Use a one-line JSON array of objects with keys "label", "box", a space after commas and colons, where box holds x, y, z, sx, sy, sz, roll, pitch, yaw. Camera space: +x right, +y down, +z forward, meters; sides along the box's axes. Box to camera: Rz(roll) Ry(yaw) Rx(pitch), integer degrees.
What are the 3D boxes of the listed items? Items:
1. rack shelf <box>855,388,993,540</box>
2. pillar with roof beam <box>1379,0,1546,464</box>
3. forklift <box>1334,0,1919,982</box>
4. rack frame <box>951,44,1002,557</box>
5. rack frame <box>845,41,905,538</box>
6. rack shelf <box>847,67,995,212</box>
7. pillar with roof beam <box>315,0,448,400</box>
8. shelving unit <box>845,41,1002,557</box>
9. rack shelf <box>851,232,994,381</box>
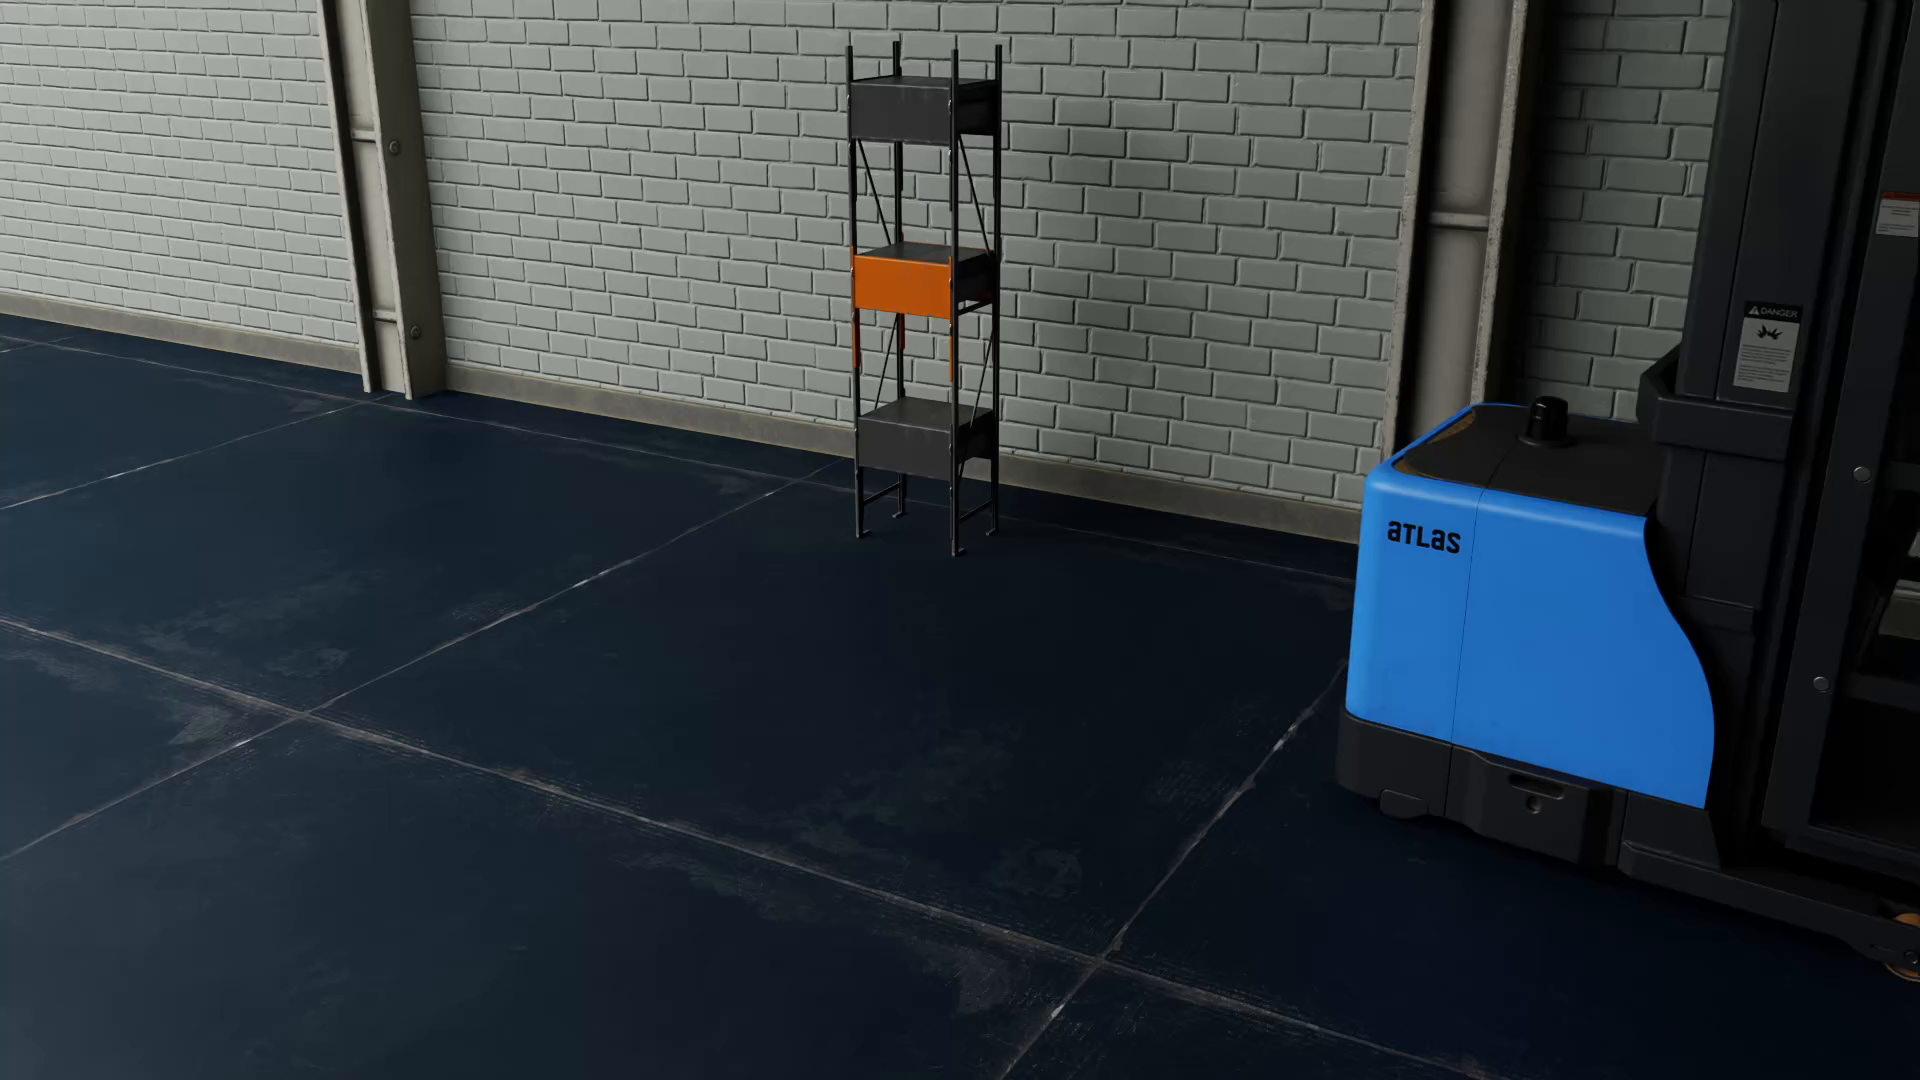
[{"label": "rack shelf", "box": [-0.144, -0.344, 7.326, 0.480, 0.518, 0.431, 11, 23, 27]}, {"label": "pillar with roof beam", "box": [-0.121, -2.839, 1.994, 0.400, 9.000, 9.100, 11, 23, 27]}, {"label": "forklift", "box": [2.658, -0.418, 4.219, 3.031, 2.935, 1.130, 13, 24, 32]}, {"label": "rack frame", "box": [0.069, -0.974, 6.971, 0.015, 2.100, 0.400, 11, 23, 27]}, {"label": "rack frame", "box": [-0.358, -1.055, 7.195, 0.015, 2.100, 0.400, 11, 23, 27]}, {"label": "rack shelf", "box": [-0.145, -1.660, 6.849, 0.480, 0.518, 0.431, 11, 23, 27]}, {"label": "pillar with roof beam", "box": [-5.359, -3.836, 4.745, 0.400, 9.000, 9.100, 11, 23, 27]}, {"label": "shelving unit", "box": [-0.145, -1.015, 7.083, 0.503, 2.100, 0.431, 11, 23, 27]}, {"label": "rack shelf", "box": [-0.145, -1.002, 7.088, 0.480, 0.518, 0.431, 11, 23, 27]}]
